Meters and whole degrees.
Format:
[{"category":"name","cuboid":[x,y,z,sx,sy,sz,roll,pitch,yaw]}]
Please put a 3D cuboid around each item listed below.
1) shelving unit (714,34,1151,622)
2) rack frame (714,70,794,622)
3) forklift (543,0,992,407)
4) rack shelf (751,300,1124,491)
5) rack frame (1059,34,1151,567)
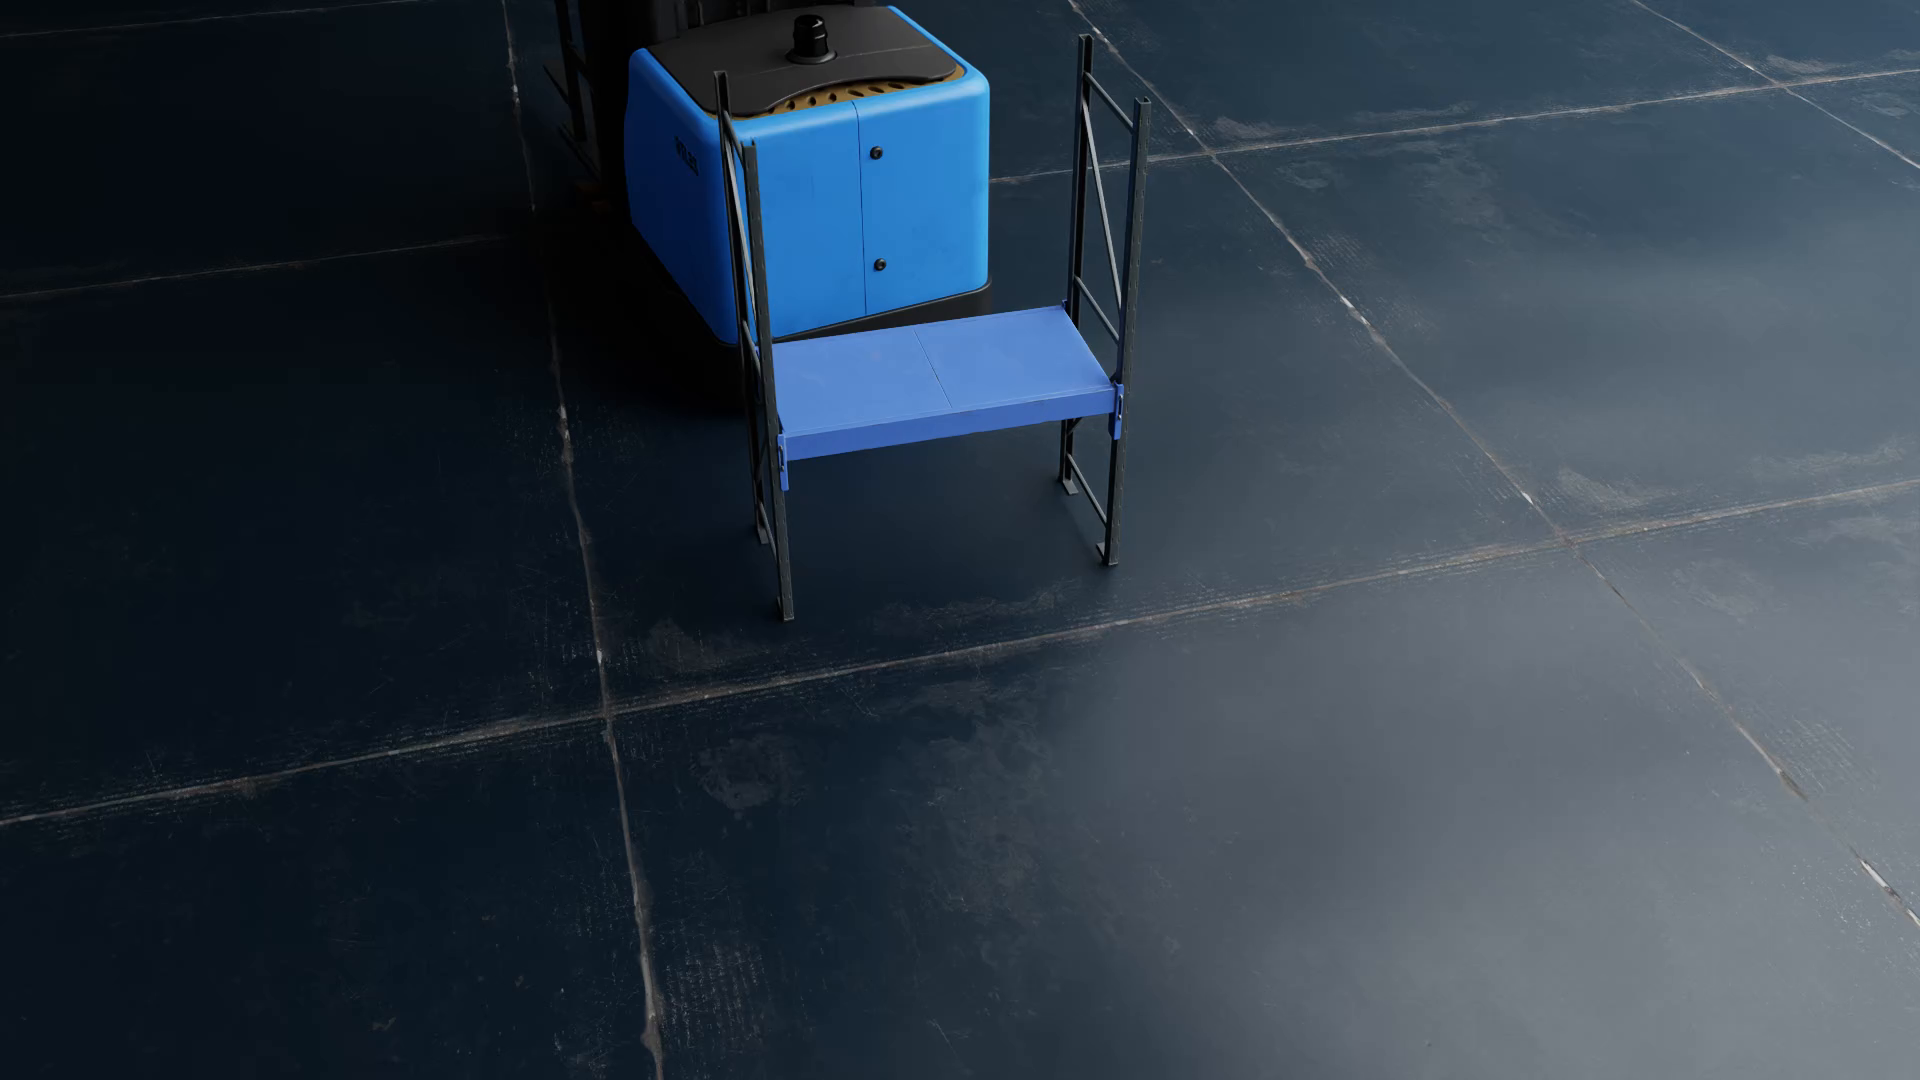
[{"category":"shelving unit","cuboid":[-0.082,-0.582,4.777,1.048,1.500,0.538,-9,38,-12]},{"category":"rack frame","cuboid":[-0.573,-0.502,4.671,0.032,1.500,0.500,-9,38,-12]},{"category":"forklift","cuboid":[-0.989,-2.508,6.116,1.130,2.935,3.031,-17,40,-21]},{"category":"rack shelf","cuboid":[-0.082,-0.439,4.886,1.000,0.185,0.538,-9,38,-12]},{"category":"rack frame","cuboid":[0.408,-0.663,4.882,0.032,1.500,0.500,-9,38,-12]}]
